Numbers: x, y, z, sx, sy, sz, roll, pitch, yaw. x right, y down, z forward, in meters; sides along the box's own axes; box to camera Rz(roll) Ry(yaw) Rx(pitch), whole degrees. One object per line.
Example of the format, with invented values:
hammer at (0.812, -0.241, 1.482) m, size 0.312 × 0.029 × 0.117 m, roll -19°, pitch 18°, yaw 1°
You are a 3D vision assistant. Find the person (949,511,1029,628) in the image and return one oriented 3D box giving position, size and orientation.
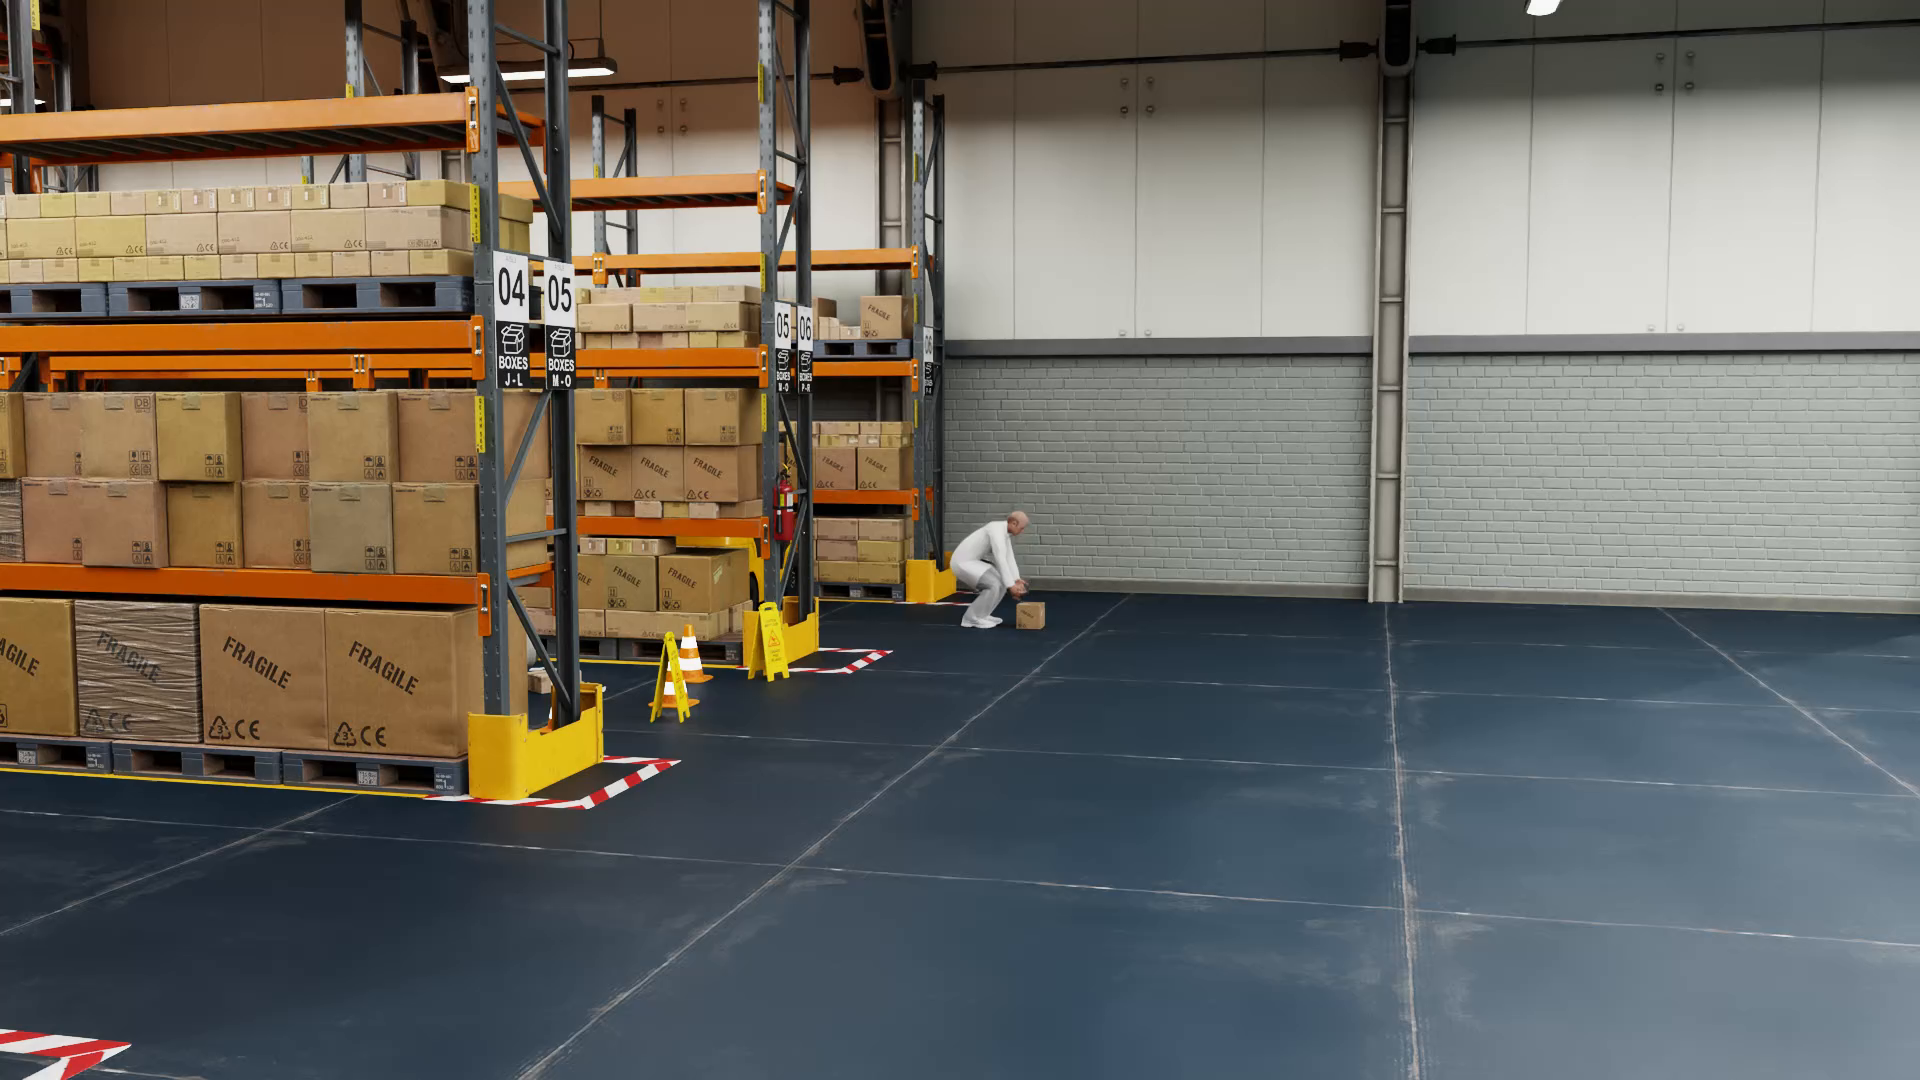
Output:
person at (0.305, 0.295, 17.339) m, size 0.817 × 1.211 × 0.628 m, roll 1°, pitch 5°, yaw 14°
